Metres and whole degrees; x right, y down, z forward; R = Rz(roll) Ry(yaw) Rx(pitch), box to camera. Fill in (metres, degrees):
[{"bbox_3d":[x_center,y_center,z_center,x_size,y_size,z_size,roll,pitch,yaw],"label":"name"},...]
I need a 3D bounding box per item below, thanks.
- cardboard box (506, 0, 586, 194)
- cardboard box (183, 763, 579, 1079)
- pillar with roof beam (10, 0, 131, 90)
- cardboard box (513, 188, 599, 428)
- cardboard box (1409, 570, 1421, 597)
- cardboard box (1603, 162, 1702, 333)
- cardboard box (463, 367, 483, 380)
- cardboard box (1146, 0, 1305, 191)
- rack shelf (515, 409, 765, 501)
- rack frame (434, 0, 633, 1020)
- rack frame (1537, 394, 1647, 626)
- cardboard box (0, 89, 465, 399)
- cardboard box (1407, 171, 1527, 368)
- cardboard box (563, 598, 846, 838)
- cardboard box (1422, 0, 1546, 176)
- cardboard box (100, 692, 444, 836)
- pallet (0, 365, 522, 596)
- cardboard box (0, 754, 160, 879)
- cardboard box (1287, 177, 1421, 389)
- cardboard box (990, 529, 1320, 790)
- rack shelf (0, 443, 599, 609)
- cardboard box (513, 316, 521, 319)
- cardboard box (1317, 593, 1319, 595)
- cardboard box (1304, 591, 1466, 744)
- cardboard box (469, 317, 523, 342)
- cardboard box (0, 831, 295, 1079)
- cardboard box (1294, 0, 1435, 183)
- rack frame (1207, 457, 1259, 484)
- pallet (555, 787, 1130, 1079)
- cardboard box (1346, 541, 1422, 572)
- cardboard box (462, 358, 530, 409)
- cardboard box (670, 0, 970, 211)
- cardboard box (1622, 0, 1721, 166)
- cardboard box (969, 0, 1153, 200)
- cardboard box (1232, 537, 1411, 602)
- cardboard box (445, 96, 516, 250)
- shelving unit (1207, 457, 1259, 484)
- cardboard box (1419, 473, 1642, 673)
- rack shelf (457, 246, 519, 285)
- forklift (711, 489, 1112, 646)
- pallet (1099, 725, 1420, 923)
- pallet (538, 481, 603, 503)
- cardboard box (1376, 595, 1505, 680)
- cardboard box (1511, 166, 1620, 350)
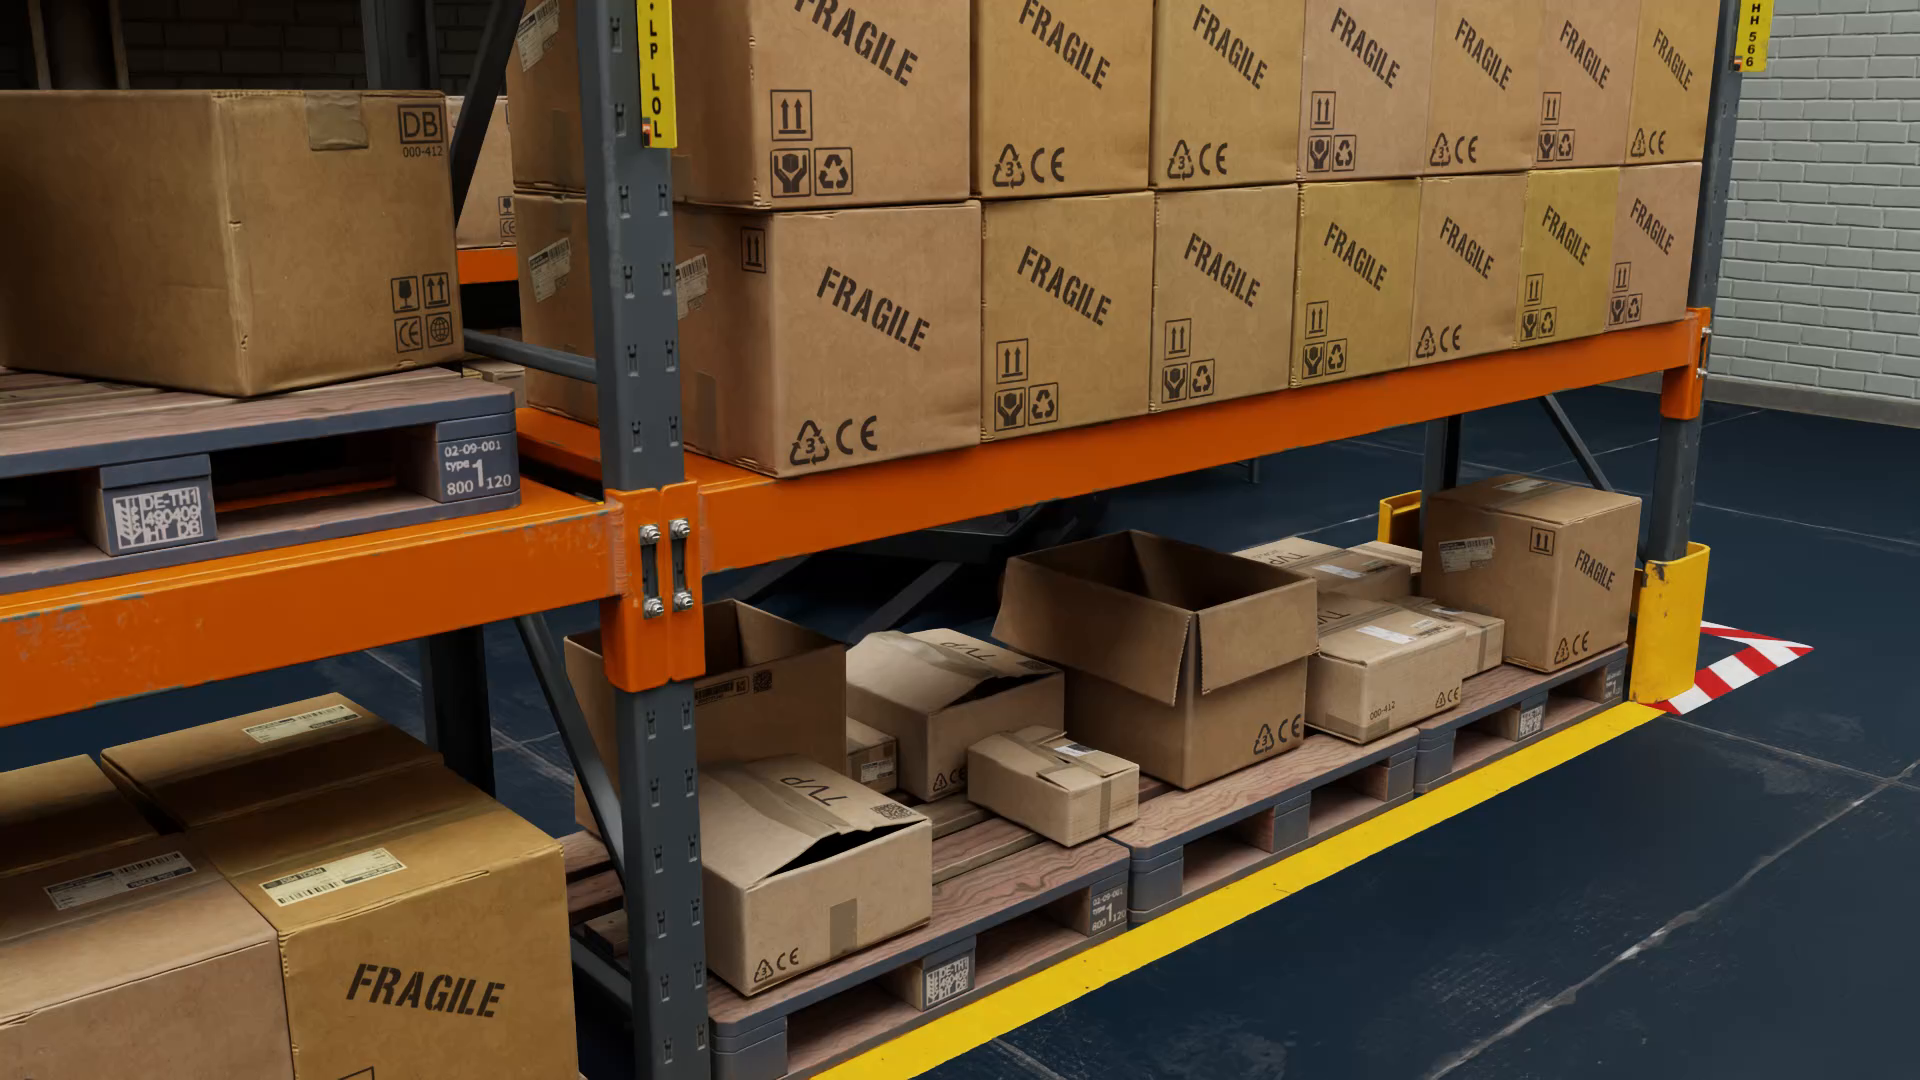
[{"bbox_3d":[-0.657,-1.029,3.659,0.500,0.500,0.500,-13,19,-39],"label":"cardboard box"},{"bbox_3d":[-1.053,0.773,3.036,0.500,0.500,0.500,-13,20,-40],"label":"cardboard box"},{"bbox_3d":[-1.337,-3.673,4.063,0.400,9.000,9.100,-13,19,-39],"label":"pillar with roof beam"},{"bbox_3d":[-0.660,-0.545,3.783,0.500,0.500,0.500,-12,19,-38],"label":"cardboard box"},{"bbox_3d":[1.419,0.163,5.964,0.250,0.166,0.380,-13,19,-39],"label":"cardboard box"},{"bbox_3d":[1.990,-0.959,5.333,0.500,0.500,0.500,-12,19,-38],"label":"cardboard box"},{"bbox_3d":[-2.722,-0.598,8.208,0.500,0.500,0.700,-12,19,-38],"label":"cardboard box"},{"bbox_3d":[0.448,-1.093,3.897,0.500,0.500,0.500,-13,20,-41],"label":"cardboard box"},{"bbox_3d":[0.640,-0.447,4.628,3.809,0.124,0.919,-13,19,-39],"label":"rack shelf"},{"bbox_3d":[-0.871,-0.362,3.294,0.053,2.616,0.949,-13,19,-39],"label":"rack frame"},{"bbox_3d":[2.147,-1.040,5.831,0.053,2.616,0.949,-13,19,-39],"label":"rack frame"},{"bbox_3d":[-1.373,-0.576,3.087,0.700,0.500,0.500,8,17,28],"label":"cardboard box"},{"bbox_3d":[1.221,-0.787,4.689,0.500,0.500,0.500,-12,19,-39],"label":"cardboard box"},{"bbox_3d":[-0.625,0.482,4.126,0.500,0.500,0.500,-13,19,-39],"label":"cardboard box"},{"bbox_3d":[1.225,-1.267,4.551,0.500,0.500,0.500,-12,19,-38],"label":"cardboard box"},{"bbox_3d":[-1.394,0.668,3.429,0.500,0.500,0.500,-14,20,-42],"label":"cardboard box"},{"bbox_3d":[-1.543,-0.155,2.890,1.213,0.211,1.003,-13,19,-39],"label":"pallet"},{"bbox_3d":[-1.789,0.760,3.082,0.500,0.500,0.500,-12,19,-39],"label":"cardboard box"},{"bbox_3d":[0.840,-0.702,4.370,0.500,0.500,0.500,-13,20,-40],"label":"cardboard box"},{"bbox_3d":[0.545,0.312,4.753,0.637,0.503,0.797,-13,19,-39],"label":"cardboard box"},{"bbox_3d":[-2.377,0.196,2.082,3.809,0.052,0.919,-13,19,-39],"label":"rack shelf"},{"bbox_3d":[-2.176,-1.106,8.849,0.250,0.149,0.380,-12,19,-39],"label":"cardboard box"},{"bbox_3d":[0.798,0.283,5.355,0.500,0.250,0.500,-13,19,-39],"label":"cardboard box"},{"bbox_3d":[1.164,0.372,5.022,0.500,0.250,0.500,-13,19,-39],"label":"cardboard box"},{"bbox_3d":[-2.367,-1.062,8.688,0.250,0.149,0.380,-12,19,-39],"label":"cardboard box"},{"bbox_3d":[-1.431,0.855,2.729,0.500,0.500,0.500,-13,19,-39],"label":"cardboard box"},{"bbox_3d":[0.837,-1.180,4.225,0.500,0.500,0.500,-12,19,-38],"label":"cardboard box"},{"bbox_3d":[1.465,-0.902,8.947,0.032,1.125,0.500,-7,17,-26],"label":"rack frame"},{"bbox_3d":[-0.350,0.869,4.087,1.213,0.211,1.003,-13,19,-39],"label":"pallet"},{"bbox_3d":[1.607,0.129,6.125,0.250,0.149,0.380,-13,19,-39],"label":"cardboard box"},{"bbox_3d":[-2.325,-0.690,8.551,0.500,0.500,0.700,-13,20,-41],"label":"cardboard box"},{"bbox_3d":[-0.329,-0.918,3.244,0.500,0.500,0.500,-12,19,-38],"label":"cardboard box"},{"bbox_3d":[1.994,-1.442,5.204,0.500,0.500,0.500,-13,20,-40],"label":"cardboard box"},{"bbox_3d":[0.060,-1.006,3.571,0.500,0.500,0.500,-13,20,-41],"label":"cardboard box"},{"bbox_3d":[1.175,0.198,5.672,0.500,0.250,0.500,-13,19,-39],"label":"cardboard box"},{"bbox_3d":[-2.607,-1.807,8.121,0.700,0.700,0.980,-14,20,-42],"label":"cardboard box"},{"bbox_3d":[1.011,-0.843,8.725,1.048,1.125,0.538,-7,17,-26],"label":"shelving unit"},{"bbox_3d":[1.900,0.096,5.570,0.500,0.500,0.500,-13,19,-39],"label":"cardboard box"},{"bbox_3d":[-2.615,-1.317,8.261,4.000,0.370,1.077,-13,19,-39],"label":"rack shelf"},{"bbox_3d":[-0.180,-1.246,6.735,1.130,2.935,3.031,5,16,17],"label":"forklift"},{"bbox_3d":[0.571,0.662,4.864,1.213,0.211,1.003,-13,19,-39],"label":"pallet"},{"bbox_3d":[-2.578,-0.300,8.463,1.213,0.211,1.003,-13,19,-39],"label":"pallet"},{"bbox_3d":[1.536,0.308,5.422,0.250,0.166,0.380,-13,19,-39],"label":"cardboard box"},{"bbox_3d":[1.601,-0.870,5.002,0.500,0.500,0.500,-12,19,-39],"label":"cardboard box"}]
